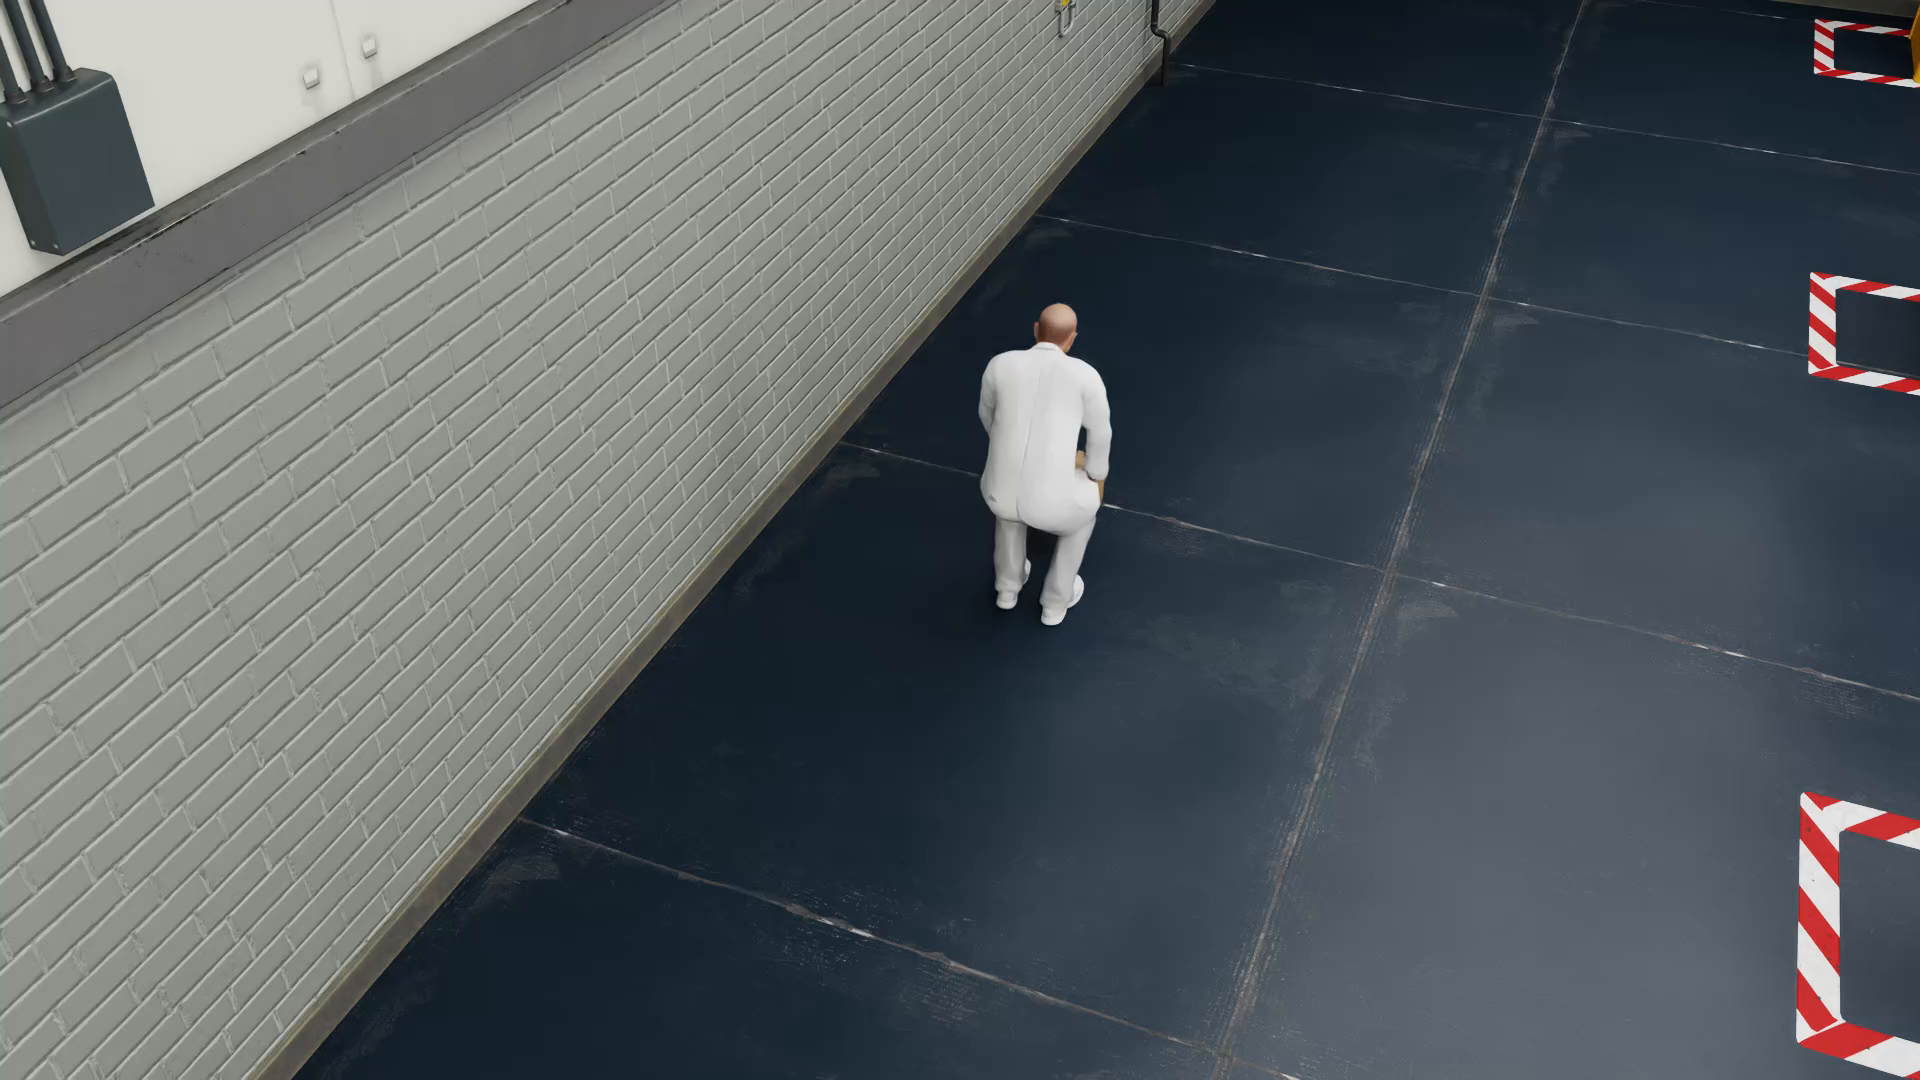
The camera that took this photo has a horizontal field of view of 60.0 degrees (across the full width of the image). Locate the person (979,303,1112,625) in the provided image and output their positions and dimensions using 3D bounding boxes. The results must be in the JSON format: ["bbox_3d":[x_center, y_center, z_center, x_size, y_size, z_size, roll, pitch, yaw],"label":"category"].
[{"bbox_3d":[0.345,-0.320,7.555,0.632,1.425,0.717,14,39,18],"label":"person"}]
